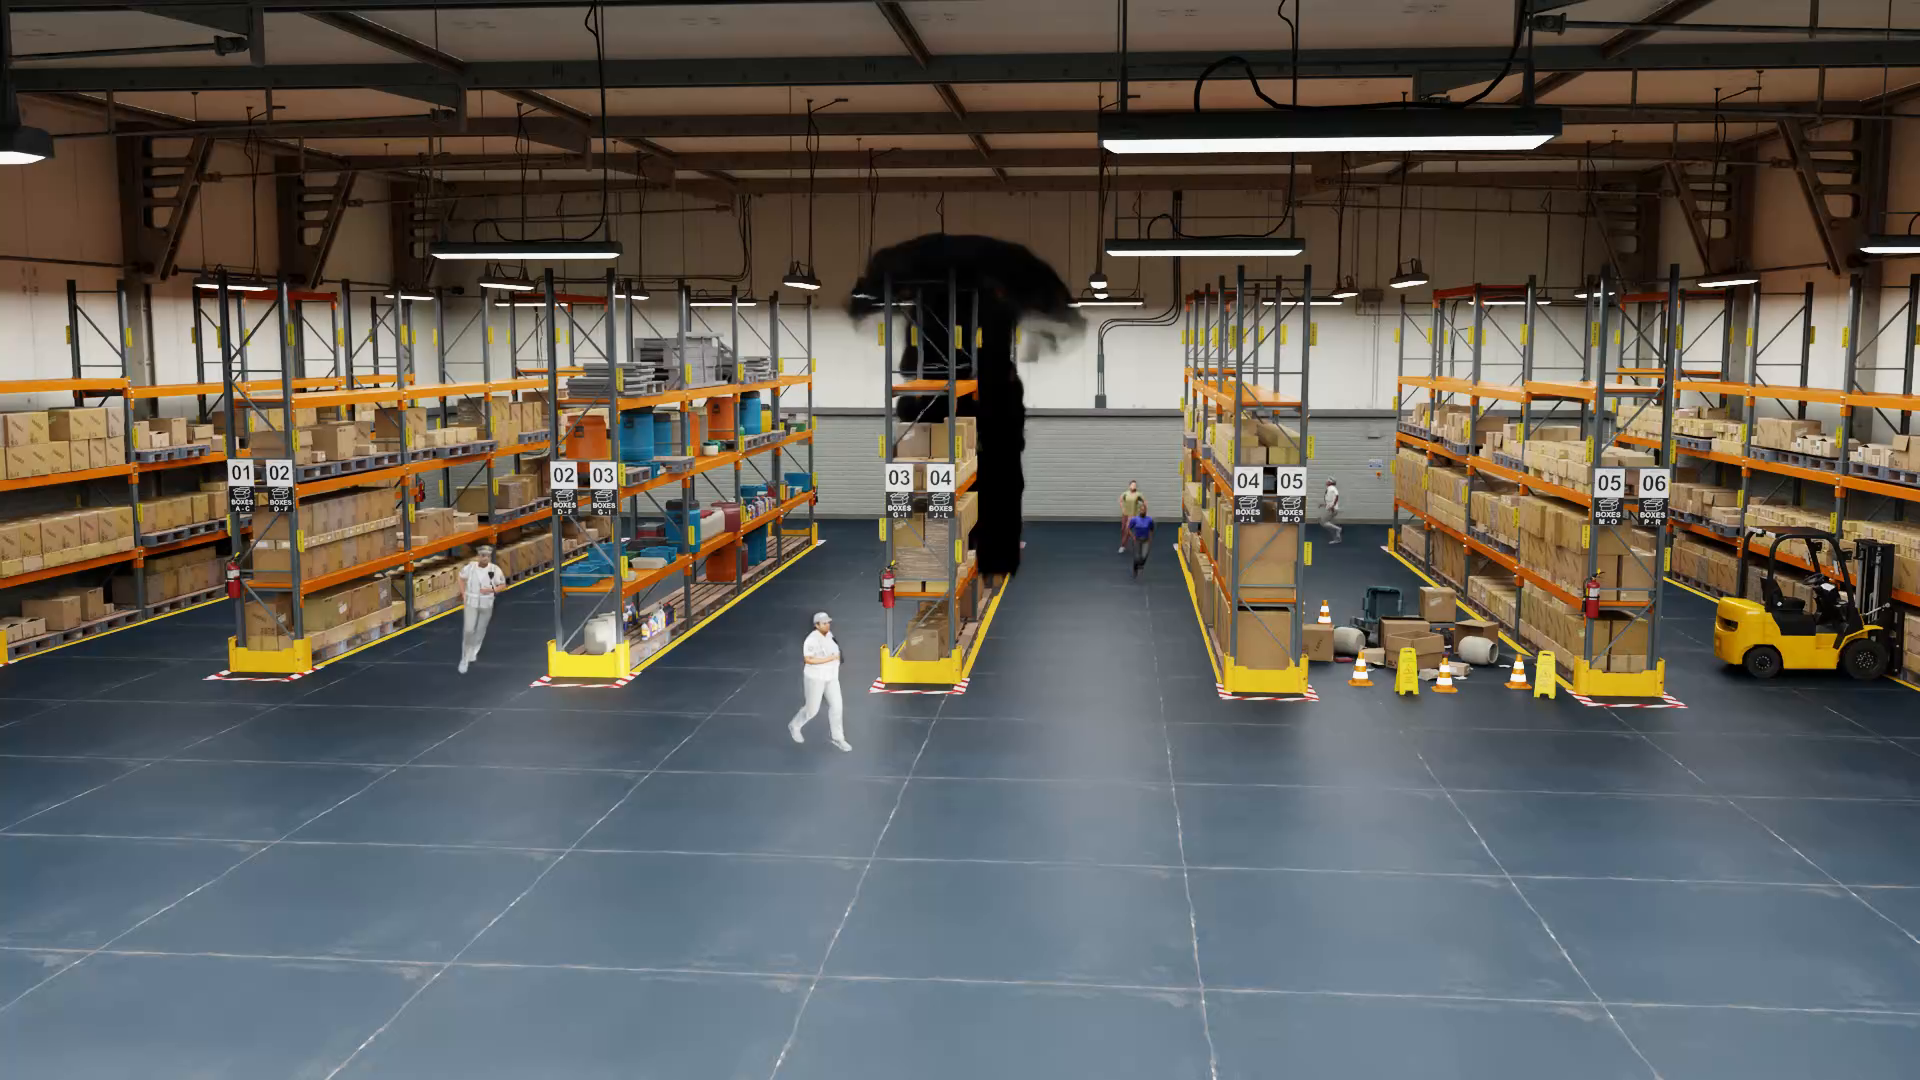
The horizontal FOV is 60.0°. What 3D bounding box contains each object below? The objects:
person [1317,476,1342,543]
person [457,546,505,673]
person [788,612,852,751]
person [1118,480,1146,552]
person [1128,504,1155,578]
[{"bbox_3d":[9.029,-0.740,40.602,0.615,1.662,0.603,2,7,17],"label":"person"},{"bbox_3d":[-6.958,0.982,24.159,0.699,1.842,0.649,-2,7,-18],"label":"person"},{"bbox_3d":[-1.713,1.707,20.274,0.903,1.664,0.632,5,9,36],"label":"person"},{"bbox_3d":[3.998,-0.574,38.966,0.628,1.655,0.887,2,7,19],"label":"person"},{"bbox_3d":[3.722,0.043,34.019,0.557,1.548,0.614,0,7,-3],"label":"person"}]
